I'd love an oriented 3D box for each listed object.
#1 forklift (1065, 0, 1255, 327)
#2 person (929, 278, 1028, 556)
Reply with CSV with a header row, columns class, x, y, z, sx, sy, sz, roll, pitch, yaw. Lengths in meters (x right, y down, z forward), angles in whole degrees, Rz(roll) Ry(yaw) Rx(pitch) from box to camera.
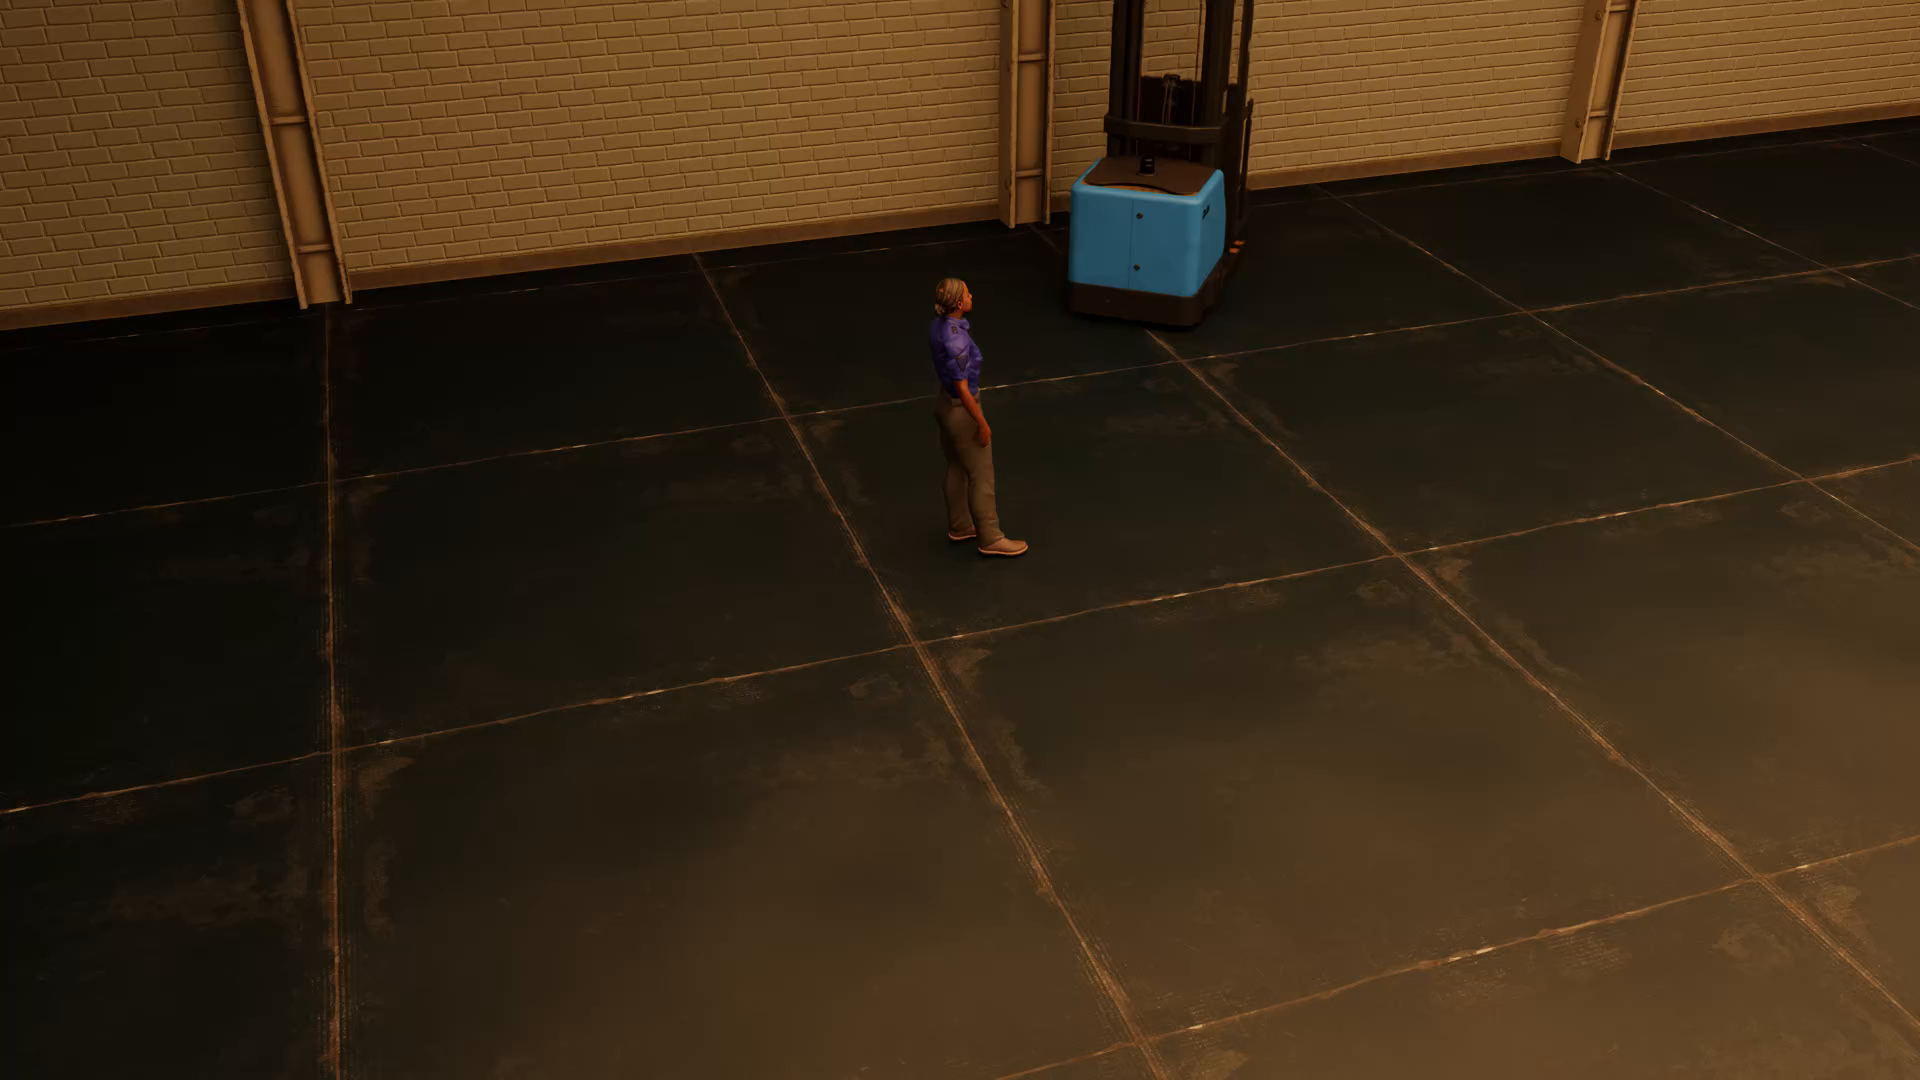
class,x,y,z,sx,sy,sz,roll,pitch,yaw
forklift,1.806,-3.623,13.384,1.130,2.935,3.031,10,31,17
person,0.090,-0.728,9.618,0.503,1.656,0.570,-10,31,-16
